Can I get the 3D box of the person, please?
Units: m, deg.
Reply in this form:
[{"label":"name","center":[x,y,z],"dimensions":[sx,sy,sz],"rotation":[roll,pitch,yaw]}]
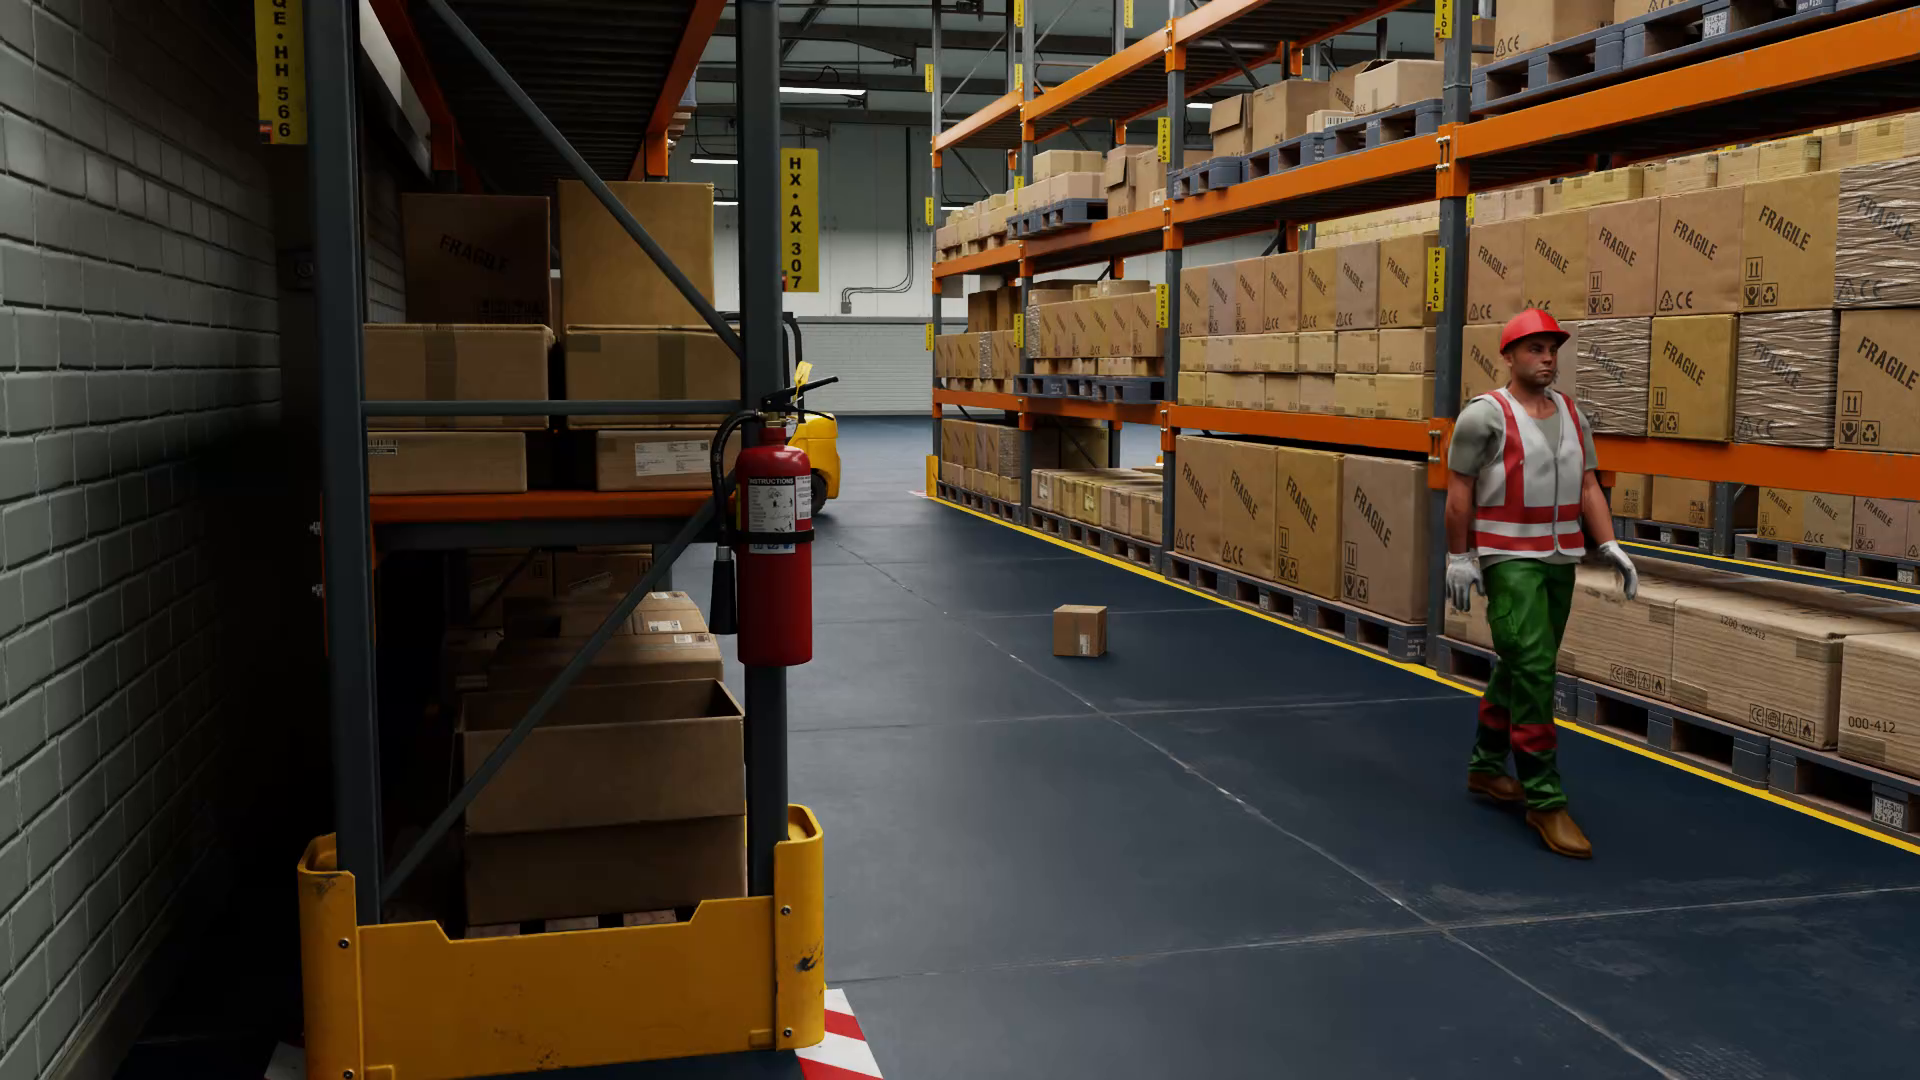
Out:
[{"label":"person","center":[2.036,0.103,5.740],"dimensions":[0.539,1.796,0.794],"rotation":[-2,7,-22]}]
